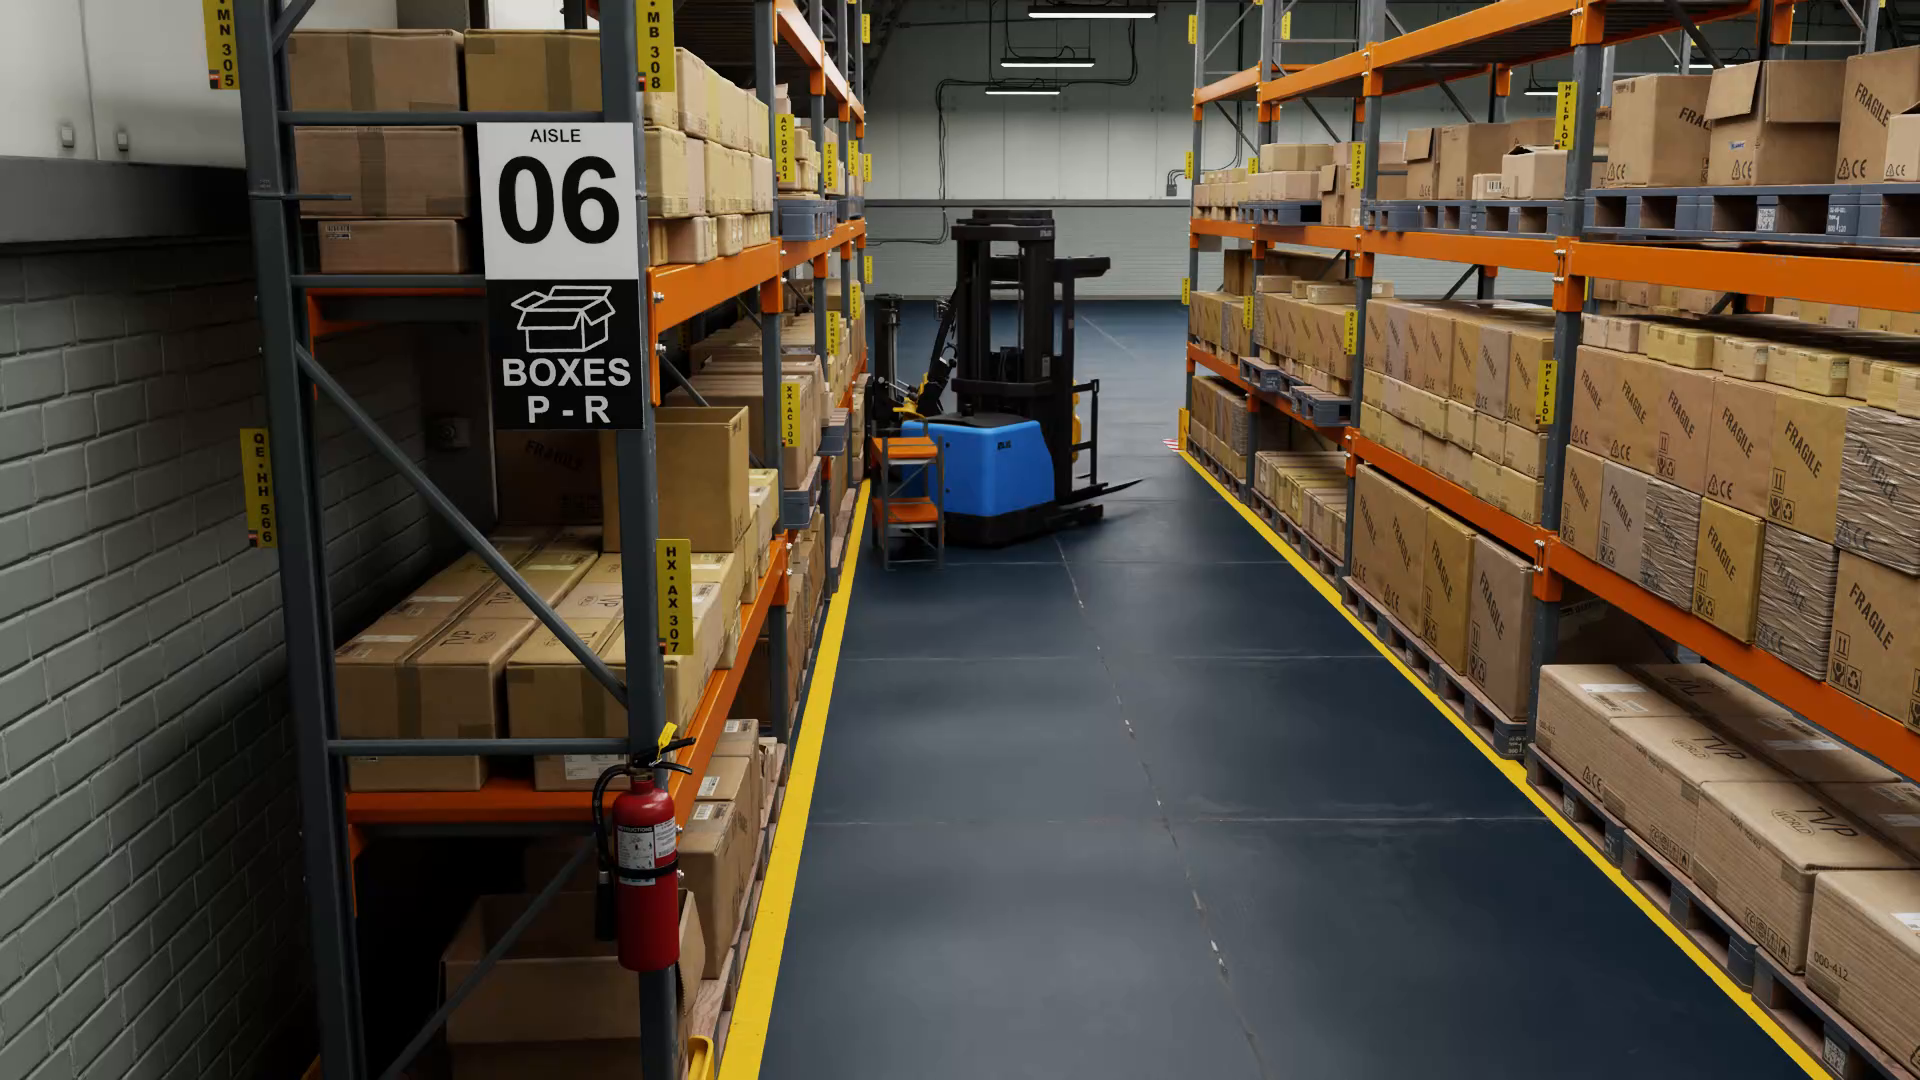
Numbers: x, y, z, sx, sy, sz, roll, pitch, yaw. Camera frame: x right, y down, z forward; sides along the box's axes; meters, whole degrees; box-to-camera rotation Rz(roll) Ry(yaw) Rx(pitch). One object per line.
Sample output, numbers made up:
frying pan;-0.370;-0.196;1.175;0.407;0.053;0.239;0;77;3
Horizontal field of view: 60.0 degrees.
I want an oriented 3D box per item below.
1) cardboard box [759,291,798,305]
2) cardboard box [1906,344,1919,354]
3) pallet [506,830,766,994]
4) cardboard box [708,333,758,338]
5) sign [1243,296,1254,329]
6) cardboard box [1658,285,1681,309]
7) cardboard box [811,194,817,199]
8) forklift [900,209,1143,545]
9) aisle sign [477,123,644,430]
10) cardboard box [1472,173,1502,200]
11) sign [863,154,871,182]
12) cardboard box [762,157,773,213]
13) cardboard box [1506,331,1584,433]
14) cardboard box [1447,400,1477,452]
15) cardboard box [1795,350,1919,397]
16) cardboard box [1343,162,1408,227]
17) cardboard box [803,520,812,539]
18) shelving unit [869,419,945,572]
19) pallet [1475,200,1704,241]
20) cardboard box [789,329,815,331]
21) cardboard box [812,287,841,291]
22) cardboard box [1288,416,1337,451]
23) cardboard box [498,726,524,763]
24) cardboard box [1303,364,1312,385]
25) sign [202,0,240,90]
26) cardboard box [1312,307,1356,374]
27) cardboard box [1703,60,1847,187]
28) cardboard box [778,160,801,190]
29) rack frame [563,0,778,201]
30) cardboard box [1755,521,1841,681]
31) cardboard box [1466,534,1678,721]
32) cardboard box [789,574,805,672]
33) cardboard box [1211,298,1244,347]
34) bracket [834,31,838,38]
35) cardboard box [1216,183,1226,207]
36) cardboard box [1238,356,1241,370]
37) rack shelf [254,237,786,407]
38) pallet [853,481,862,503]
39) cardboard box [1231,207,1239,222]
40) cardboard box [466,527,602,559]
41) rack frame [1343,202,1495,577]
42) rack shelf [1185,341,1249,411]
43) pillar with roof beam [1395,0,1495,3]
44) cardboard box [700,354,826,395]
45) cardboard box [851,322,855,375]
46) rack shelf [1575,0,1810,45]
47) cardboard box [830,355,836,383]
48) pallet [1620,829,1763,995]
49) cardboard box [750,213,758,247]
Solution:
cardboard box;-1.866;-2.478;17.100;0.380;0.149;0.250;0;11;-2
cardboard box;3.915;-0.674;6.438;0.380;0.149;0.250;-1;11;-3
pallet;-1.368;1.536;6.959;1.003;0.211;1.213;0;11;-1
cardboard box;-1.838;-1.588;13.461;0.380;0.149;0.250;0;11;-2
sign;2.845;-2.243;16.391;0.100;0.325;0.005;0;11;-1
cardboard box;8.341;-2.861;18.523;0.875;0.550;0.500;0;11;-1
cardboard box;-1.228;-2.201;11.198;0.500;0.250;0.500;0;11;-1
forklift;0.717;-1.631;15.729;1.130;2.935;3.031;8;14;35
aisle sign;-1.032;-0.677;4.314;0.394;0.787;0.004;0;11;-1
cardboard box;3.364;-2.168;10.190;0.380;0.166;0.250;1;11;4
sign;-1.115;-4.461;19.930;0.100;0.325;0.005;0;11;-1
cardboard box;-1.149;-1.658;7.772;0.500;0.250;0.500;0;11;-1
cardboard box;3.292;-0.859;8.980;0.500;0.500;0.500;0;11;1
cardboard box;3.266;-0.692;10.046;0.500;0.250;0.500;0;11;0
cardboard box;3.346;-0.617;6.161;0.380;0.149;0.250;0;11;0
cardboard box;3.460;-2.734;13.197;0.700;0.500;0.500;0;11;-1
cardboard box;-1.231;-0.101;11.610;0.380;0.149;0.250;-1;11;-3
shelving unit;-0.458;-0.399;14.197;0.538;1.125;1.048;-2;12;-8
pallet;3.484;-1.790;9.275;0.805;0.209;1.217;-1;11;-3
cardboard box;-1.242;-1.694;13.981;0.380;0.149;0.250;0;11;0
cardboard box;-1.391;-2.634;17.867;0.380;0.149;0.250;0;11;-1
cardboard box;3.645;-1.166;17.236;0.500;0.500;0.500;0;11;2
cardboard box;-1.546;0.592;5.228;0.380;0.149;0.250;0;11;1
cardboard box;3.083;-1.381;13.899;0.380;0.149;0.250;0;11;0
sign;-1.882;-1.321;4.256;0.100;0.325;0.005;0;11;-1
cardboard box;3.161;-1.619;13.441;0.500;0.500;0.500;0;11;-2
cardboard box;3.613;-1.739;6.976;0.797;0.503;0.637;1;11;3
cardboard box;-1.018;-1.873;8.529;0.380;0.149;0.250;0;11;0
rack frame;-1.410;-3.151;7.956;1.000;3.000;0.127;0;11;-1
cardboard box;3.345;0.218;6.191;0.500;0.500;0.500;0;11;0
cardboard box;3.460;0.481;9.432;0.875;0.875;0.875;0;11;1
cardboard box;-1.222;0.507;10.249;0.500;0.500;0.500;-1;11;-3
cardboard box;3.082;-2.411;18.401;0.500;0.500;0.500;0;11;-2
bracket;-2.500;-10.143;33.369;0.076;0.066;4.783;0;11;-1
cardboard box;3.076;-3.754;18.102;0.500;0.250;0.500;0;11;0
cardboard box;3.064;-1.811;17.074;0.380;0.149;0.250;0;11;0
rack shelf;-1.369;-0.931;6.367;1.077;0.370;4.000;0;11;-1
pallet;-1.550;-0.593;17.449;1.003;0.211;1.213;0;11;-1
cardboard box;3.069;-3.435;17.534;0.380;0.149;0.250;0;11;0
cardboard box;-1.628;0.117;6.567;0.500;0.250;0.500;0;11;-1
rack frame;3.470;-1.027;12.576;1.000;3.000;0.127;0;11;-1
rack shelf;3.346;-1.867;18.527;1.077;0.370;4.000;0;11;-1
pillar with roof beam;16.029;-15.700;47.933;6.894;0.400;0.400;0;11;-1
cardboard box;-1.274;-0.938;10.825;0.797;0.503;0.637;-1;11;-2
cardboard box;-1.323;-1.939;16.822;0.500;0.500;0.500;-1;11;-3
rack shelf;3.594;-2.226;6.212;1.077;0.370;4.000;0;11;-1
cardboard box;-1.267;-1.366;13.368;0.500;0.250;0.500;0;11;1
pallet;3.518;1.529;6.989;1.003;0.211;1.213;0;11;-1
cardboard box;-1.108;-1.385;7.430;0.380;0.149;0.250;0;11;1
